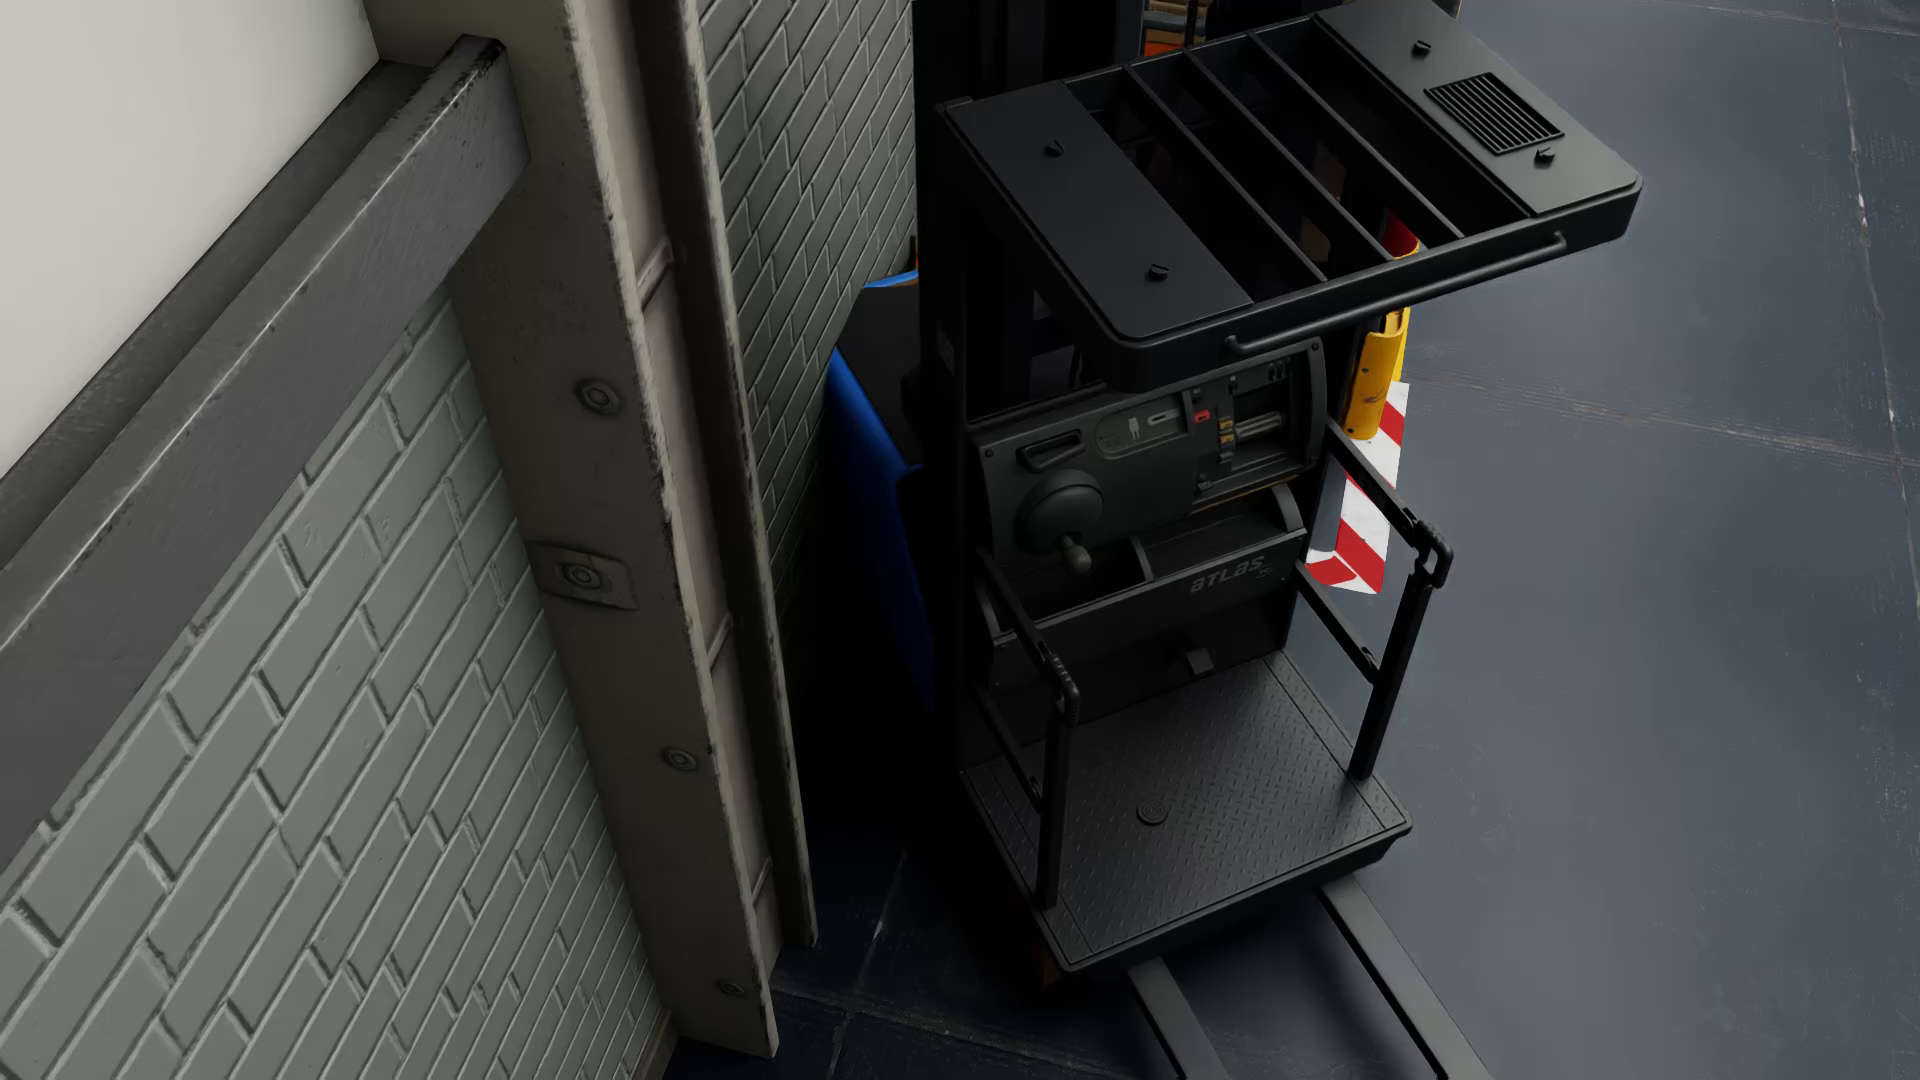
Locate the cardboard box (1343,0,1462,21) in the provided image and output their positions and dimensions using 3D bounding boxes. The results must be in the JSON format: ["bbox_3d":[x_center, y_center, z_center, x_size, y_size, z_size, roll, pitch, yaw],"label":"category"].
[{"bbox_3d":[1.355,-1.854,5.287,0.500,0.250,0.500,12,50,10],"label":"cardboard box"}]

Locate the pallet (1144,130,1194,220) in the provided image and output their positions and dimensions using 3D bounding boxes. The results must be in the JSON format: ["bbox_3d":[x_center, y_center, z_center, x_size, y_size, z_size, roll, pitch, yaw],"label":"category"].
[{"bbox_3d":[1.205,-1.239,6.703,1.003,0.211,1.213,12,50,10],"label":"pallet"}]

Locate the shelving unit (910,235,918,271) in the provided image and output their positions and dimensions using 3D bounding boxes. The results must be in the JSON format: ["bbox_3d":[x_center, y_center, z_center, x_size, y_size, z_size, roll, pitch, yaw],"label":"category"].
[{"bbox_3d":[-0.030,-0.672,5.643,0.215,1.050,0.252,10,49,9],"label":"shelving unit"}]

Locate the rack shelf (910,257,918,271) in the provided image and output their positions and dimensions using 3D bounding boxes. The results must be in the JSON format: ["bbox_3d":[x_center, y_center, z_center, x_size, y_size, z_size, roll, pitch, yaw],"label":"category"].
[{"bbox_3d":[-0.030,-0.853,5.438,0.215,0.259,0.240,10,49,9],"label":"rack shelf"}]

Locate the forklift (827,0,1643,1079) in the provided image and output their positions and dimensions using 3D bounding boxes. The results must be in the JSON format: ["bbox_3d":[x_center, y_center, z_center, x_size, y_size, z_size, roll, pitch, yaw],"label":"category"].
[{"bbox_3d":[0.568,-0.106,3.889,1.130,2.935,3.031,-19,51,-16],"label":"forklift"}]

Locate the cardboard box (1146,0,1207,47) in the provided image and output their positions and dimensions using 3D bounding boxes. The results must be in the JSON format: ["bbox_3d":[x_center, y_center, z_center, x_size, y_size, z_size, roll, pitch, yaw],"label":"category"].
[{"bbox_3d":[0.804,-1.740,5.453,0.380,0.149,0.250,11,50,10],"label":"cardboard box"}]

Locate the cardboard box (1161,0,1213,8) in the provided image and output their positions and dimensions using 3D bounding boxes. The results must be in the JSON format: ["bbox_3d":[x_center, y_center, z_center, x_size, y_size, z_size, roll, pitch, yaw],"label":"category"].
[{"bbox_3d":[0.841,-1.964,5.385,0.500,0.250,0.500,13,50,11],"label":"cardboard box"}]

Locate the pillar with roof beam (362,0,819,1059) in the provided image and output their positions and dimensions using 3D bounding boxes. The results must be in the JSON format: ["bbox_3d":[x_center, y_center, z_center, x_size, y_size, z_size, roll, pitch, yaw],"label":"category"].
[{"bbox_3d":[3.550,-0.894,0.537,9.100,9.000,0.400,12,50,10],"label":"pillar with roof beam"}]

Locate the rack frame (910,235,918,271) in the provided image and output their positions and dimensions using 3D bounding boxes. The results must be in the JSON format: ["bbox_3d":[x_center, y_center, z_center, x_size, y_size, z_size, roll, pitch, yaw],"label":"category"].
[{"bbox_3d":[-0.059,-0.583,5.565,0.200,1.050,0.008,10,49,9],"label":"rack frame"}]

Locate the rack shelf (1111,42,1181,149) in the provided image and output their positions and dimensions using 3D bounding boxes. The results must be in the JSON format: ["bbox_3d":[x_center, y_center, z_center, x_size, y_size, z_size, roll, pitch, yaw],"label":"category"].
[{"bbox_3d":[1.502,-2.739,6.647,1.077,0.370,4.000,12,50,10],"label":"rack shelf"}]

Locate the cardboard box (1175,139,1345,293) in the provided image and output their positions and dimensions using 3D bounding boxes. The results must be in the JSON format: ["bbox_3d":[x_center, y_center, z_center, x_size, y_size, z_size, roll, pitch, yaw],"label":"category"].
[{"bbox_3d":[1.228,-1.267,6.252,0.797,0.503,0.637,10,49,9],"label":"cardboard box"}]

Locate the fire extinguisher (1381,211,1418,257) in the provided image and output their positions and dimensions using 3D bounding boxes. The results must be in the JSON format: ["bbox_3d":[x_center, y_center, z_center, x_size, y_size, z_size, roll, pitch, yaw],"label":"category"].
[{"bbox_3d":[1.383,-1.184,5.094,0.296,0.674,0.183,12,50,10],"label":"fire extinguisher"}]

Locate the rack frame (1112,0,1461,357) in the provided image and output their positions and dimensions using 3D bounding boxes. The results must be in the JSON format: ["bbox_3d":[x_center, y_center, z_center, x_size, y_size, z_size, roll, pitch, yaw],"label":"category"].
[{"bbox_3d":[0.976,-1.530,5.100,1.000,3.000,0.127,12,50,10],"label":"rack frame"}]

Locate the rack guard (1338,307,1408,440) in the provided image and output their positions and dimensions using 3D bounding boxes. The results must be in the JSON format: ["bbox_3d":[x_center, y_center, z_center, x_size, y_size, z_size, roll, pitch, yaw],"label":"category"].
[{"bbox_3d":[0.996,-0.758,6.086,1.175,0.500,0.348,12,50,10],"label":"rack guard"}]
